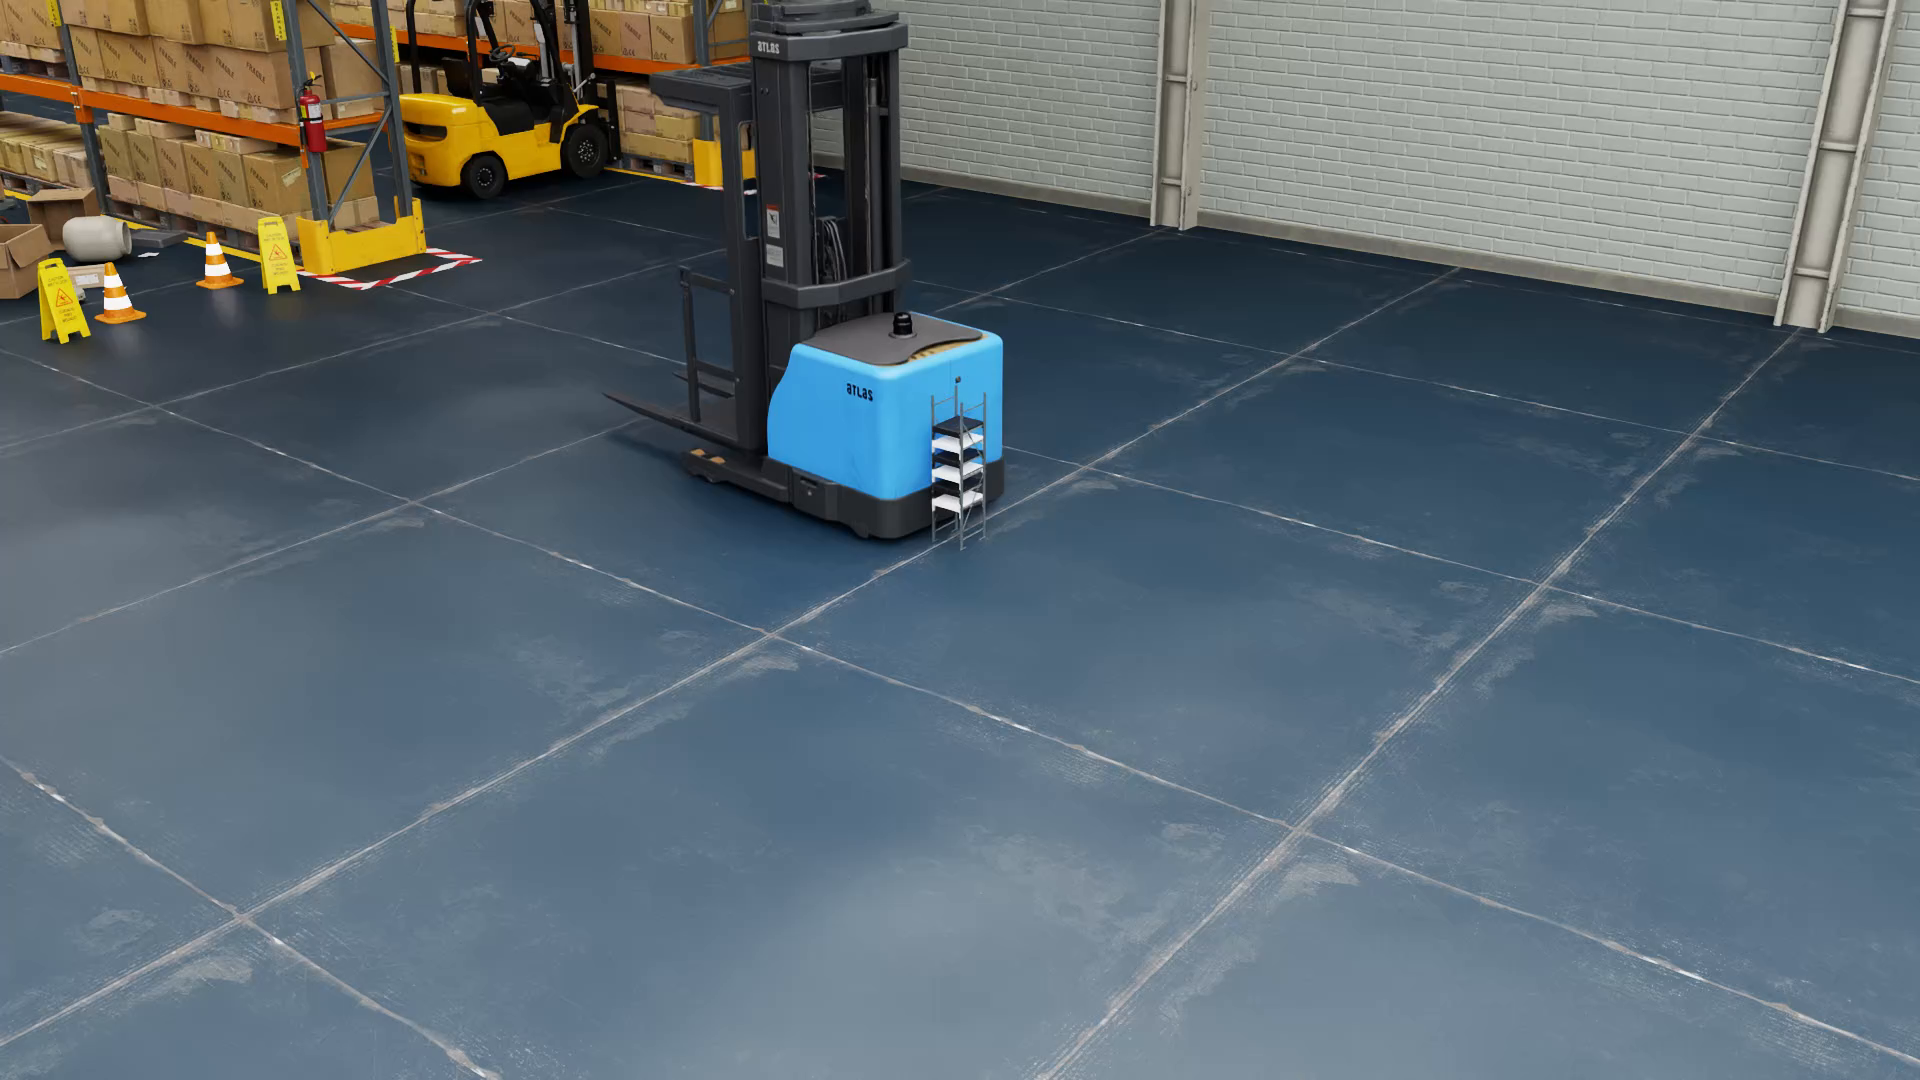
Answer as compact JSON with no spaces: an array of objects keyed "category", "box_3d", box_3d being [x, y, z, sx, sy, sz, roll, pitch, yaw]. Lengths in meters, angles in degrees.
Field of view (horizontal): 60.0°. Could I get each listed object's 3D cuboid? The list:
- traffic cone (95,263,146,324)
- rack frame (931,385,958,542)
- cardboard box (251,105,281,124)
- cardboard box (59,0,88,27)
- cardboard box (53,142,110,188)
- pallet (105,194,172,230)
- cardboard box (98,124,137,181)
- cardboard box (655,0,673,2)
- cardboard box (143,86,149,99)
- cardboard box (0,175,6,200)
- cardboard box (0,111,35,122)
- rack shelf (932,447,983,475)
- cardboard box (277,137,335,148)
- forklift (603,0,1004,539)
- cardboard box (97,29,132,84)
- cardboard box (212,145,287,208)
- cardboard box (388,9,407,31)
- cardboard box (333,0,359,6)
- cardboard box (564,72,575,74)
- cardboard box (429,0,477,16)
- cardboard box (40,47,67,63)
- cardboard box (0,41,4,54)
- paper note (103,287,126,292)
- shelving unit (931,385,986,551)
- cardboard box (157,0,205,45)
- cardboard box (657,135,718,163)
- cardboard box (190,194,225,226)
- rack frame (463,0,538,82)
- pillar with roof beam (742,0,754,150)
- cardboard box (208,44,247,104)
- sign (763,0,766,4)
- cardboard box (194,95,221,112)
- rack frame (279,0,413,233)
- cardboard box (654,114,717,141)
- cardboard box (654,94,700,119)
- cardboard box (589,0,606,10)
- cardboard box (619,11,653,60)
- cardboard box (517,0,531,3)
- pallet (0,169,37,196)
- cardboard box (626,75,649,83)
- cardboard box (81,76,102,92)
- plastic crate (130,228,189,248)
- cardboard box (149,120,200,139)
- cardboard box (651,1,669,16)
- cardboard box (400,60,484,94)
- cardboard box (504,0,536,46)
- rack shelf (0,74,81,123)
[{"category":"traffic cone","box_3d":[-7.070,-2.088,13.915,0.334,0.463,0.336,17,29,33]},{"category":"rack frame","box_3d":[-0.088,-0.438,9.629,0.006,0.900,0.240,17,29,33]},{"category":"cardboard box","box_3d":[-6.256,-3.933,15.268,0.250,0.149,0.380,16,29,33]},{"category":"cardboard box","box_3d":[-8.538,-5.432,16.625,0.500,0.500,0.700,16,29,33]},{"category":"cardboard box","box_3d":[-9.181,-4.084,18.038,0.625,0.372,0.950,17,29,34]},{"category":"pallet","box_3d":[-8.201,-3.542,17.526,1.213,0.211,1.003,17,29,33]},{"category":"cardboard box","box_3d":[-8.450,-4.016,17.104,0.500,0.500,0.500,18,30,36]},{"category":"cardboard box","box_3d":[-3.214,-6.151,18.692,0.250,0.149,0.380,17,29,33]},{"category":"cardboard box","box_3d":[-7.827,-4.450,16.441,0.250,0.149,0.380,17,29,33]},{"category":"cardboard box","box_3d":[-9.803,-3.590,16.338,0.500,0.500,0.500,17,29,33]},{"category":"cardboard box","box_3d":[-11.514,-4.786,19.630,0.625,0.372,0.950,15,28,30]},{"category":"rack shelf","box_3d":[-0.006,-0.466,9.550,0.200,0.077,0.258,17,29,33]},{"category":"cardboard box","box_3d":[-6.479,-3.693,16.372,0.500,0.500,0.500,16,28,31]},{"category":"forklift","box_3d":[-1.147,-1.837,10.285,3.031,2.935,1.130,21,31,39]},{"category":"cardboard box","box_3d":[-8.159,-4.840,16.523,0.500,0.500,0.500,17,29,33]},{"category":"cardboard box","box_3d":[-6.776,-3.513,15.963,0.500,0.500,0.500,18,30,35]},{"category":"cardboard box","box_3d":[-7.131,-6.790,21.626,0.500,0.250,0.500,17,29,34]},{"category":"cardboard box","box_3d":[-7.970,-7.258,22.070,0.500,0.250,0.500,16,28,32]},{"category":"cardboard box","box_3d":[-4.779,-5.501,20.164,0.500,0.250,0.500,18,29,35]},{"category":"cardboard box","box_3d":[-6.332,-6.767,20.955,0.500,0.250,0.500,16,28,32]},{"category":"cardboard box","box_3d":[-9.337,-5.081,17.353,0.250,0.149,0.380,17,29,34]},{"category":"cardboard box","box_3d":[-10.145,-5.333,17.923,0.250,0.149,0.380,17,29,33]},{"category":"paper note","box_3d":[-7.509,-2.229,14.771,0.142,0.019,0.148,7,25,15]},{"category":"shelving unit","box_3d":[-0.006,-0.414,9.573,0.210,0.900,0.258,17,29,33]},{"category":"cardboard box","box_3d":[-6.969,-4.909,15.438,0.500,0.500,0.700,16,29,33]},{"category":"cardboard box","box_3d":[-3.150,-4.549,19.244,0.500,0.250,0.500,17,29,34]},{"category":"cardboard box","box_3d":[-7.199,-3.297,16.401,0.500,0.250,0.500,16,28,31]},{"category":"rack frame","box_3d":[-5.786,-6.571,20.943,0.127,3.000,1.000,17,29,33]},{"category":"pillar with roof beam","box_3d":[-5.184,-7.419,15.428,0.400,9.000,9.100,17,29,33]},{"category":"cardboard box","box_3d":[-6.556,-4.348,15.406,0.500,0.500,0.500,17,29,33]},{"category":"sign","box_3d":[-2.247,-6.214,18.961,0.005,0.325,0.100,17,29,33]},{"category":"cardboard box","box_3d":[-7.052,-4.195,15.861,0.250,0.149,0.380,16,29,33]},{"category":"rack frame","box_3d":[-5.559,-4.001,15.111,0.127,3.000,1.000,17,29,33]},{"category":"cardboard box","box_3d":[-3.162,-4.783,19.155,0.500,0.250,0.500,16,29,33]},{"category":"cardboard box","box_3d":[-3.141,-5.006,19.041,0.500,0.250,0.500,18,29,35]},{"category":"cardboard box","box_3d":[-4.072,-6.242,19.268,0.250,0.149,0.380,17,29,34]},{"category":"cardboard box","box_3d":[-3.546,-5.812,19.097,0.500,0.500,0.500,18,29,35]},{"category":"cardboard box","box_3d":[-5.102,-6.552,19.972,0.250,0.149,0.380,18,29,34]},{"category":"pallet","box_3d":[-10.364,-4.175,18.964,1.213,0.211,1.003,17,29,33]},{"category":"cardboard box","box_3d":[-3.652,-5.417,19.973,0.500,0.250,0.500,17,29,33]},{"category":"cardboard box","box_3d":[-8.700,-4.674,16.950,0.250,0.149,0.380,17,29,33]},{"category":"plastic crate","box_3d":[-7.995,-2.988,16.433,0.583,0.080,0.402,7,25,15]},{"category":"cardboard box","box_3d":[-7.756,-4.075,16.434,0.250,0.149,0.380,19,30,36]},{"category":"cardboard box","box_3d":[-3.253,-5.992,18.701,0.250,0.149,0.380,17,29,34]},{"category":"cardboard box","box_3d":[-6.826,-5.989,22.047,0.625,0.625,0.875,16,29,33]},{"category":"cardboard box","box_3d":[-5.161,-6.305,20.215,0.500,0.500,0.500,17,29,34]},{"category":"rack shelf","box_3d":[-10.360,-5.123,18.549,4.000,0.370,1.077,17,29,33]}]
